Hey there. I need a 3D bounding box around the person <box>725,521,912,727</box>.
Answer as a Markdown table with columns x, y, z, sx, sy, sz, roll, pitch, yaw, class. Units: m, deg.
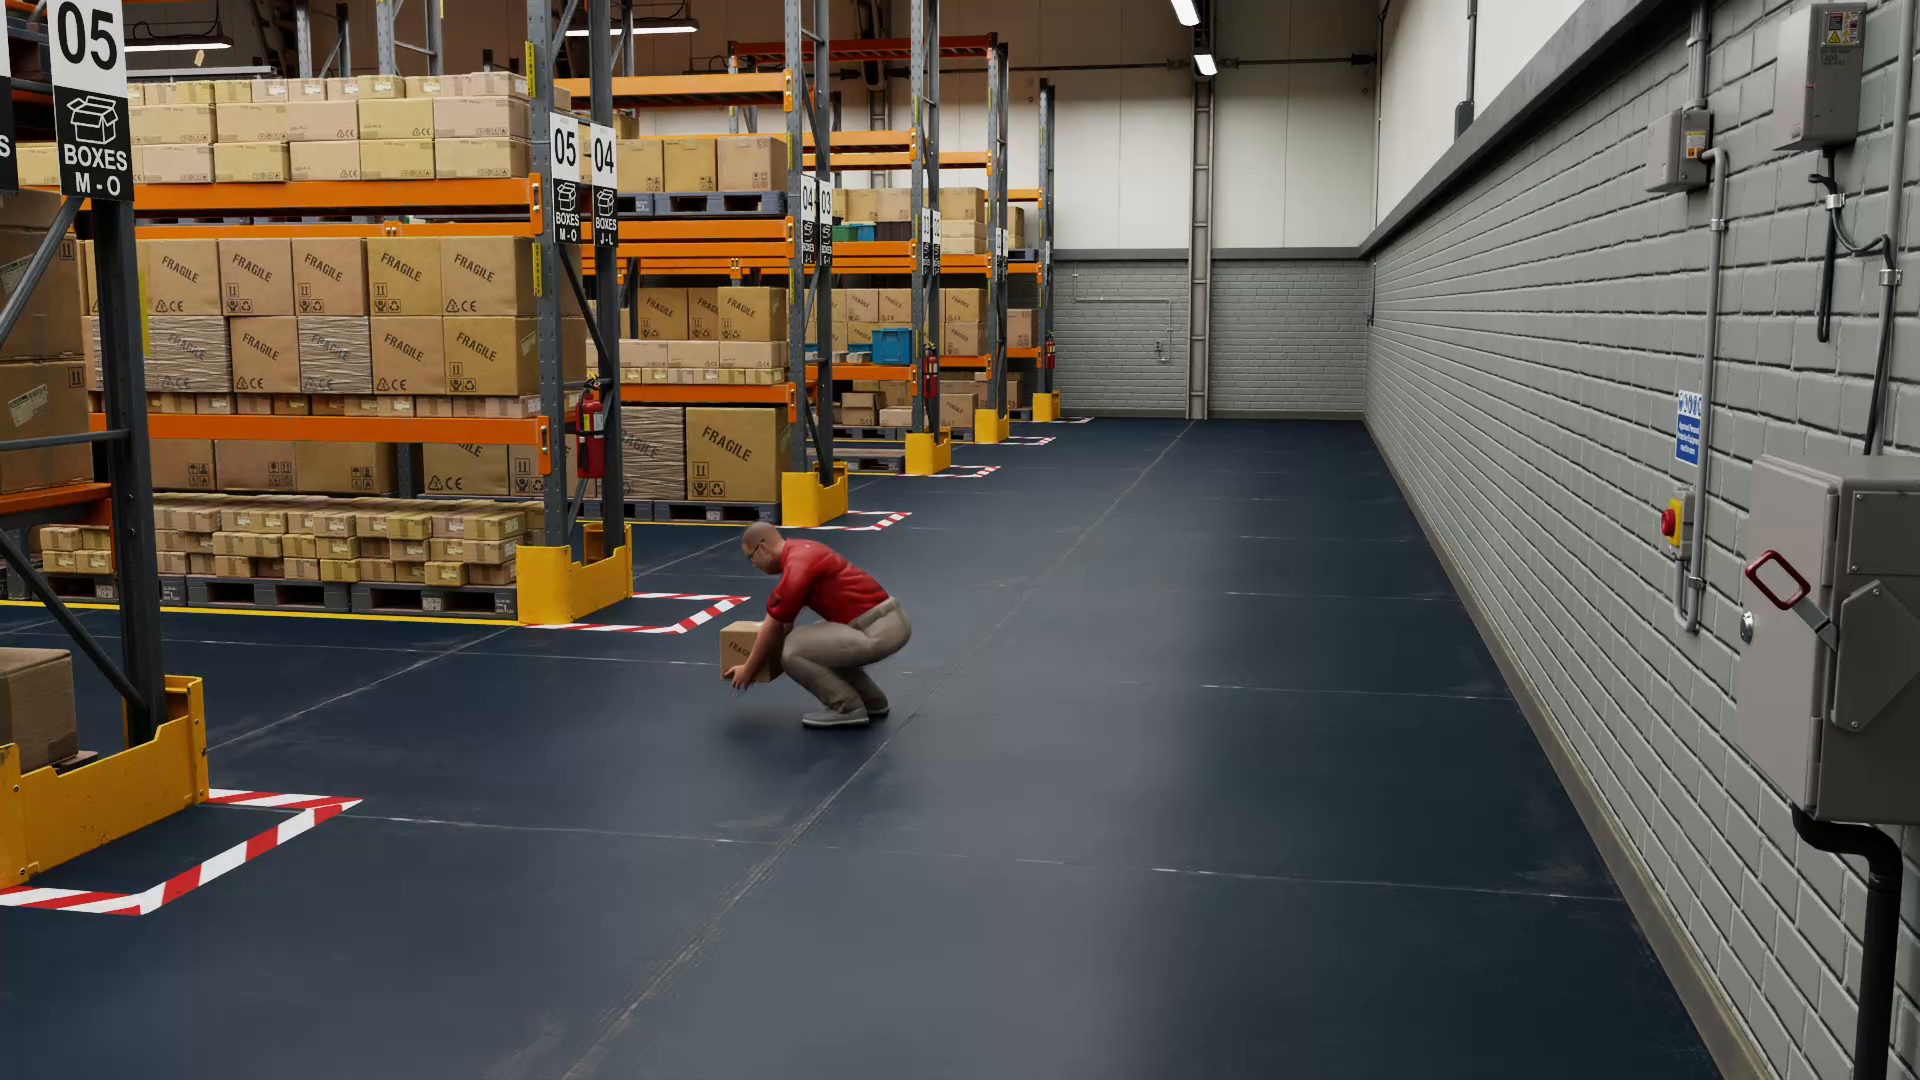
| x | y | z | sx | sy | sz | roll | pitch | yaw | class |
| --- | --- | --- | --- | --- | --- | --- | --- | --- | --- |
| -0.688 | 0.399 | 8.098 | 0.882 | 0.989 | 0.539 | 1 | 8 | 10 | person |
